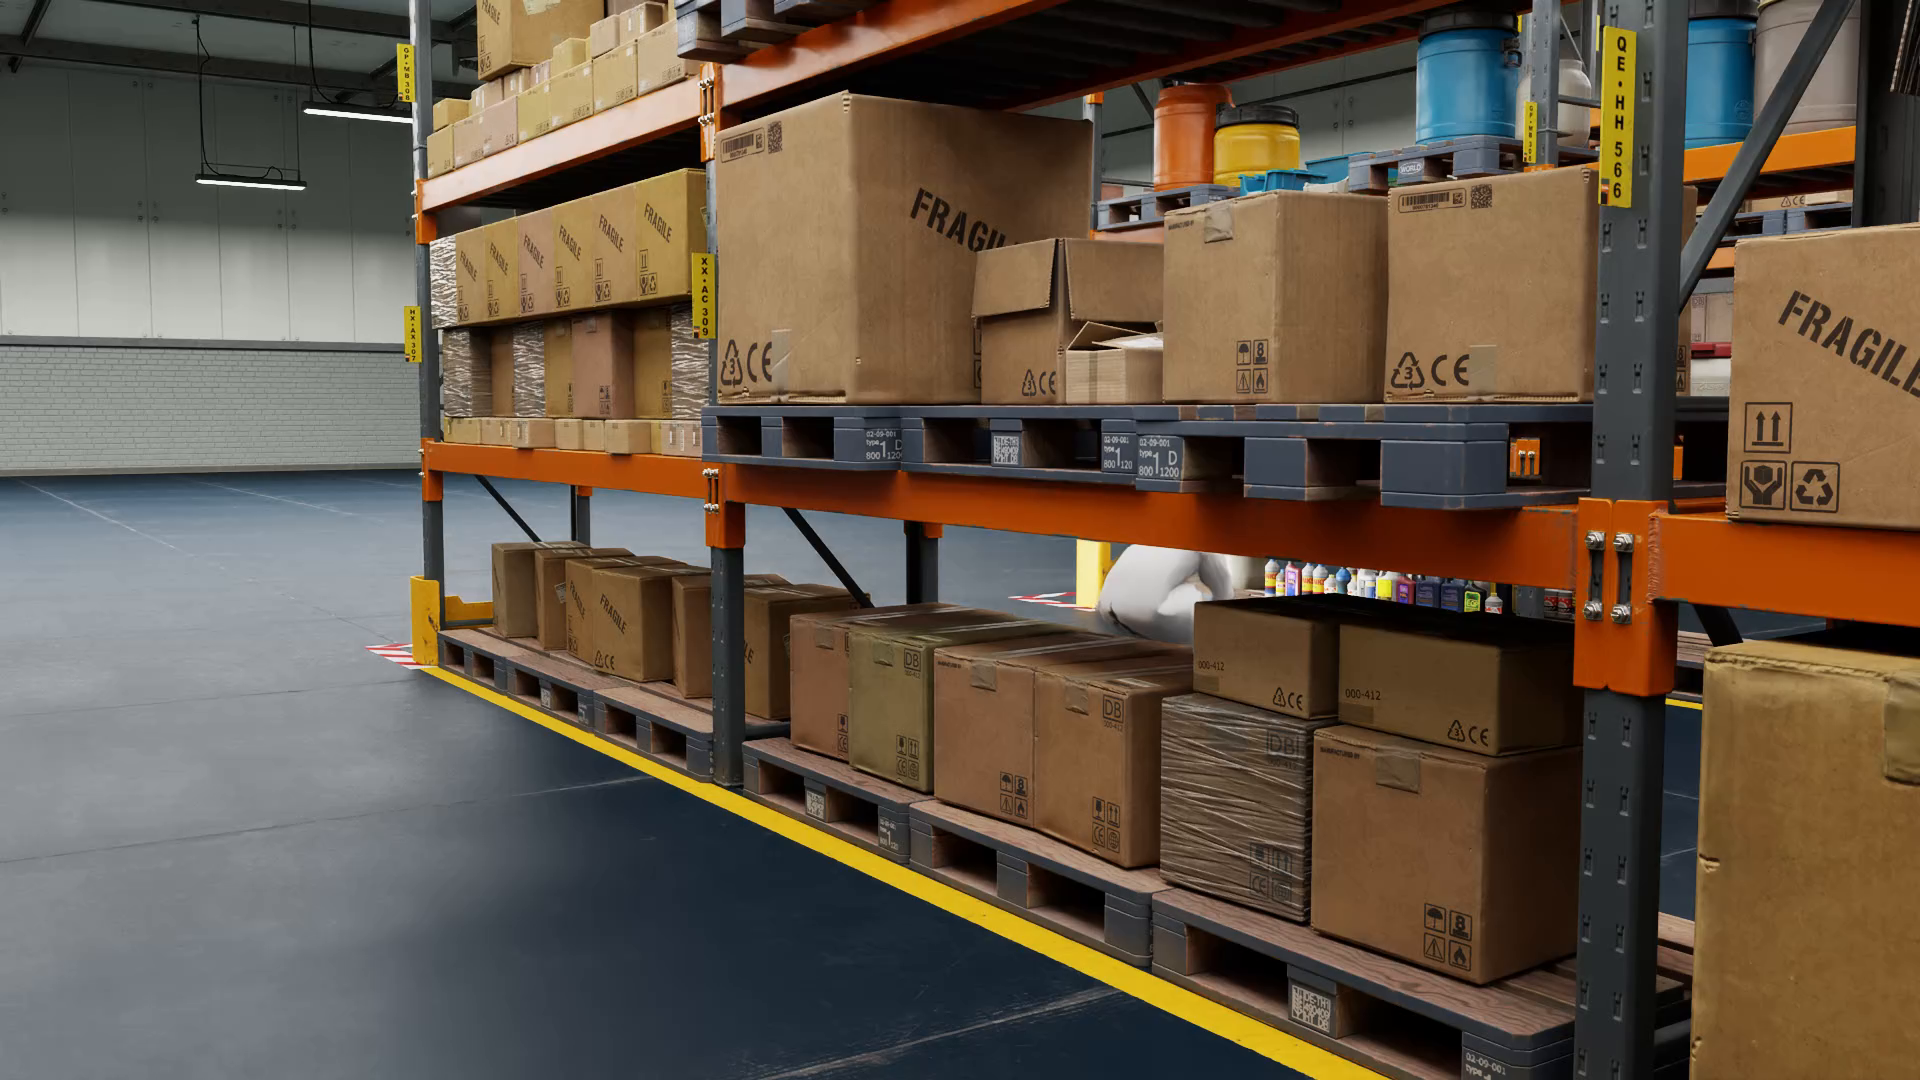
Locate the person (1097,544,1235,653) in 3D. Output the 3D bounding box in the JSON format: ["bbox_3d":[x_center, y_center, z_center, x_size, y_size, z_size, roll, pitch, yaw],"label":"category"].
[{"bbox_3d":[1.135,0.317,8.799,0.917,0.988,0.574,-3,6,-35],"label":"person"}]
